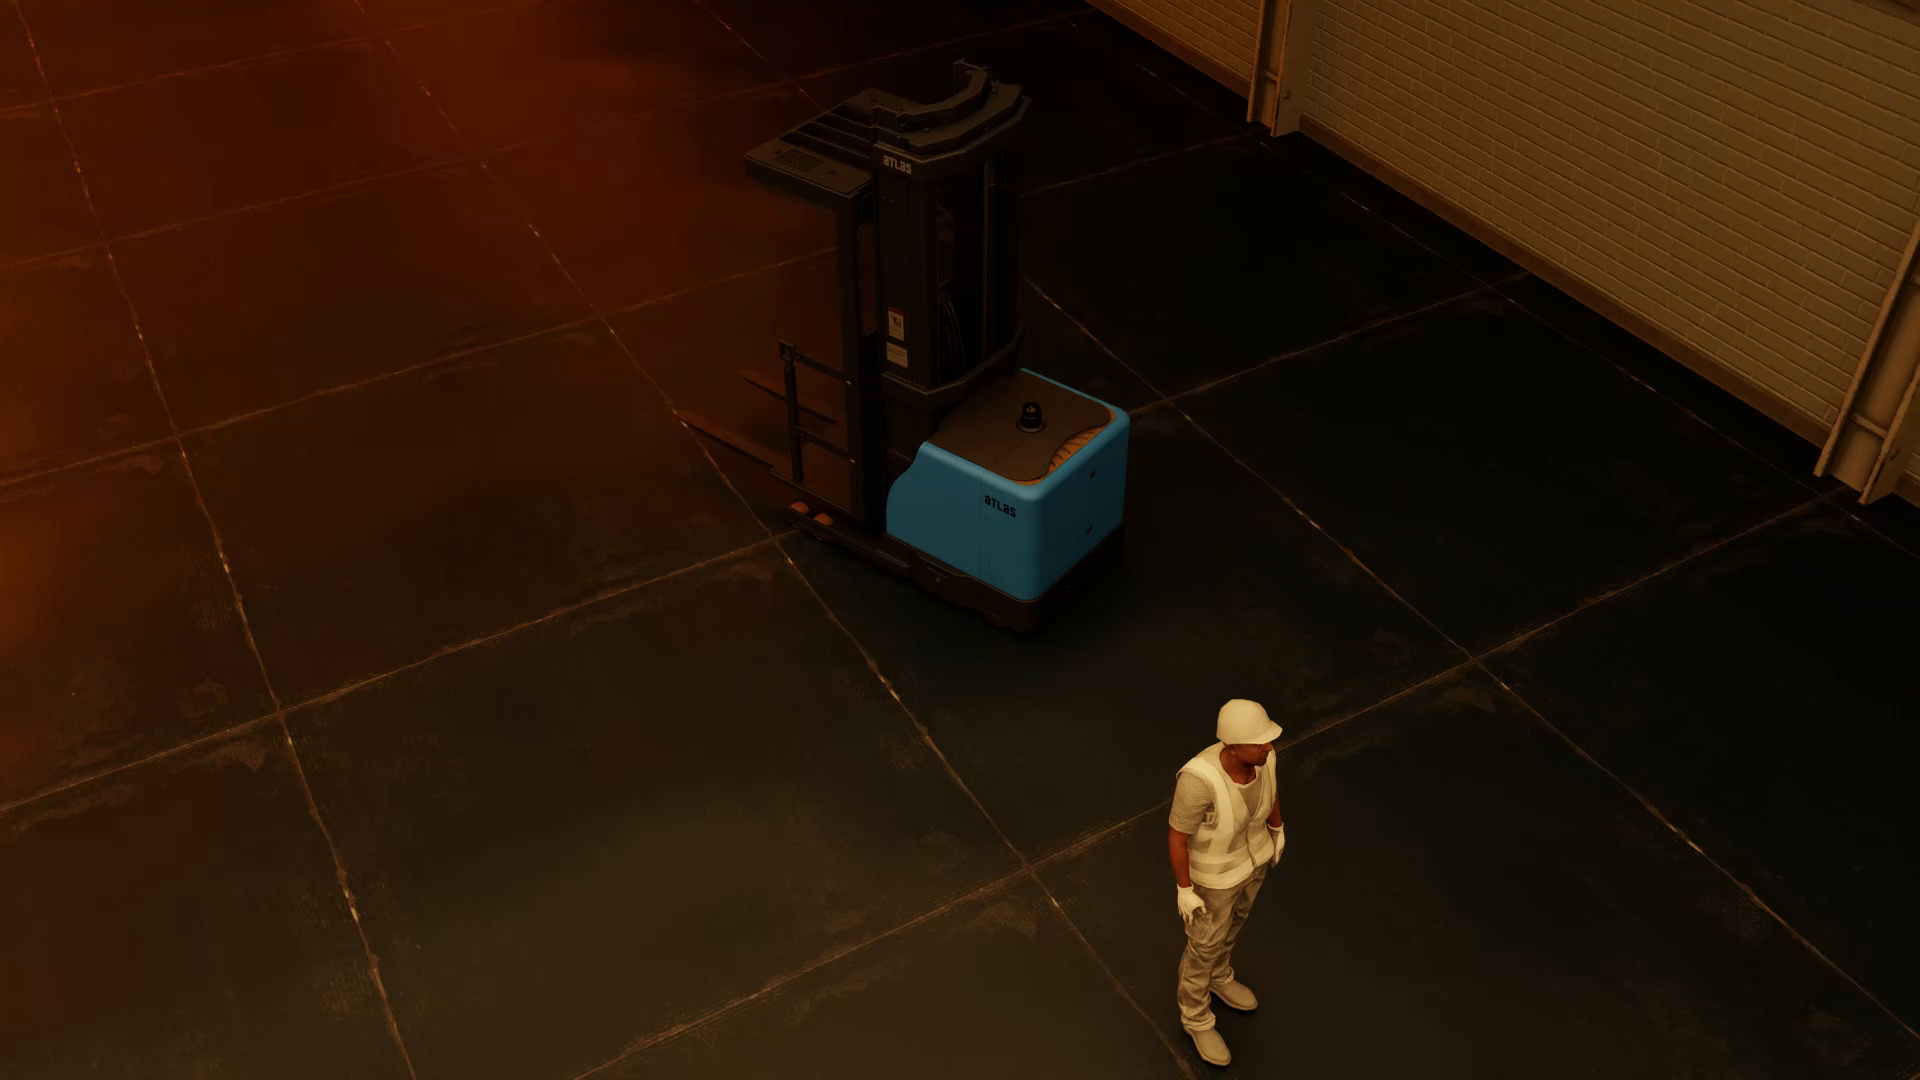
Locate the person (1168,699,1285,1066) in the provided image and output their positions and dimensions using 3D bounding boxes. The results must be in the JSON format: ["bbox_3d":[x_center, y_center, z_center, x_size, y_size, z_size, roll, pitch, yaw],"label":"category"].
[{"bbox_3d":[1.207,1.436,7.193,0.657,1.782,0.577,-29,48,-31],"label":"person"}]

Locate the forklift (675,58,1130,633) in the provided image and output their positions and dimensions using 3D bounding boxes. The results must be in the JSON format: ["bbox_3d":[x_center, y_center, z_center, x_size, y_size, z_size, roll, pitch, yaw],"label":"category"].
[{"bbox_3d":[-0.481,-1.366,9.683,3.031,2.935,1.130,26,46,28],"label":"forklift"}]
